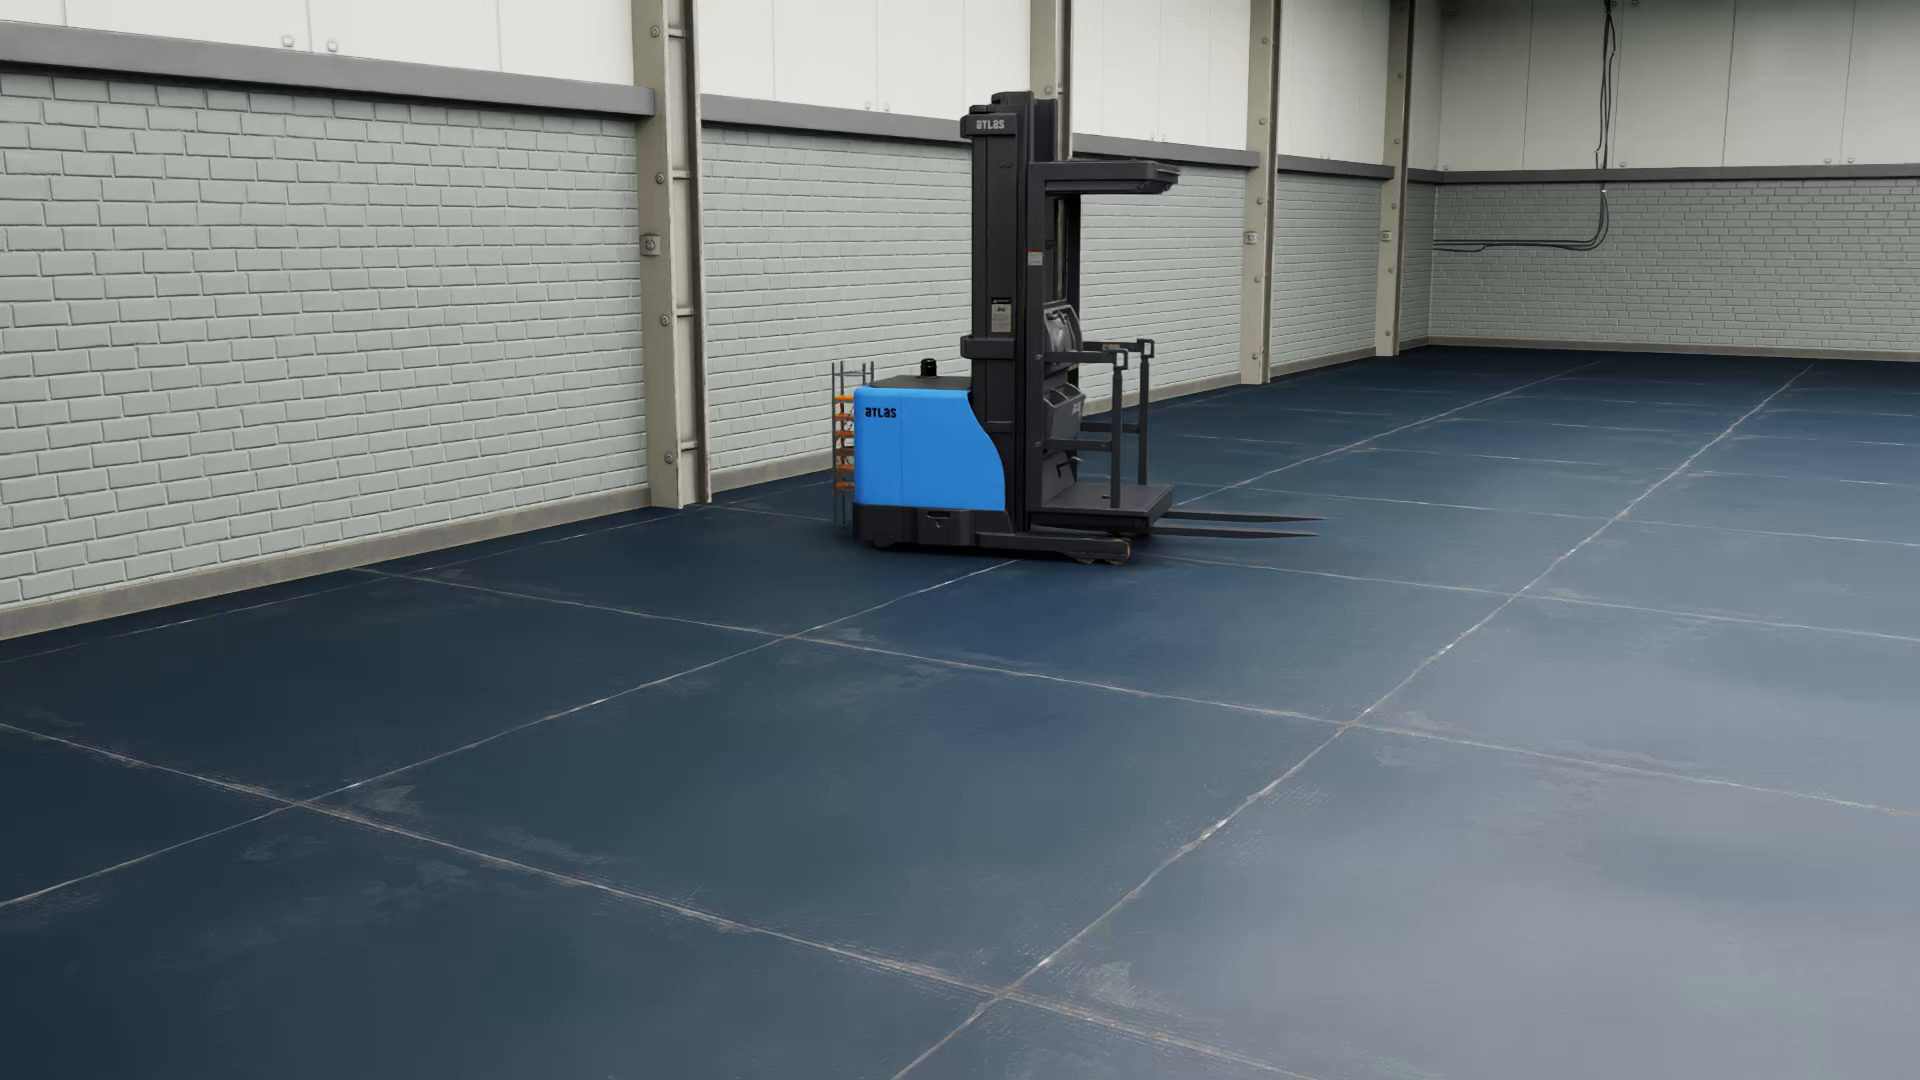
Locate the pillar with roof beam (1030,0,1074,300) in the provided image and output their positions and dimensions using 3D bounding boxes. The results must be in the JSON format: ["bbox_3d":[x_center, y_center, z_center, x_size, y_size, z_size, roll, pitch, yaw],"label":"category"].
[{"bbox_3d":[4.627,-5.238,14.895,9.100,9.000,0.400,6,12,31],"label":"pillar with roof beam"}]

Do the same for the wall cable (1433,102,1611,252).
[{"bbox_3d":[9.838,-6.348,29.258,3.097,2.526,0.112,6,12,31],"label":"wall cable"}]

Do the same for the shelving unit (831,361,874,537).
[{"bbox_3d":[-0.731,-0.624,11.439,0.258,1.200,0.189,3,11,14],"label":"shelving unit"}]

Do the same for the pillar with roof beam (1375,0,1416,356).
[{"bbox_3d":[10.857,-7.126,24.975,9.100,9.000,0.400,6,12,31],"label":"pillar with roof beam"}]

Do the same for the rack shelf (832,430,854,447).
[{"bbox_3d":[-0.731,-0.698,11.425,0.258,0.103,0.180,3,11,14],"label":"rack shelf"}]

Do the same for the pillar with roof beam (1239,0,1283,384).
[{"bbox_3d":[7.742,-6.182,19.935,9.100,9.000,0.400,6,12,31],"label":"pillar with roof beam"}]

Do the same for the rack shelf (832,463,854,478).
[{"bbox_3d":[-0.731,-0.462,11.469,0.258,0.103,0.180,3,11,14],"label":"rack shelf"}]

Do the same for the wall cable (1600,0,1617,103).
[{"bbox_3d":[12.150,-8.571,27.413,3.097,2.526,0.112,6,12,31],"label":"wall cable"}]

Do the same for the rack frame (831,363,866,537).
[{"bbox_3d":[-0.754,-0.607,11.352,0.240,1.200,0.006,3,11,14],"label":"rack frame"}]

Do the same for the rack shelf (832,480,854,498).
[{"bbox_3d":[-0.731,-0.344,11.491,0.258,0.103,0.180,3,11,14],"label":"rack shelf"}]

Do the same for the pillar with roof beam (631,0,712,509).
[{"bbox_3d":[1.512,-4.295,9.854,9.100,9.000,0.400,6,12,31],"label":"pillar with roof beam"}]

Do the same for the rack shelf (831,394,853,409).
[{"bbox_3d":[-0.731,-0.934,11.381,0.258,0.103,0.180,3,11,14],"label":"rack shelf"}]

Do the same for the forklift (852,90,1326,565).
[{"bbox_3d":[0.862,-1.389,10.825,3.031,2.935,1.130,3,11,16],"label":"forklift"}]

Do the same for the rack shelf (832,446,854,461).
[{"bbox_3d":[-0.731,-0.580,11.447,0.258,0.103,0.180,3,11,14],"label":"rack shelf"}]

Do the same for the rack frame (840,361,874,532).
[{"bbox_3d":[-0.708,-0.640,11.526,0.240,1.200,0.006,3,11,14],"label":"rack frame"}]

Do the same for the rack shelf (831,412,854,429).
[{"bbox_3d":[-0.731,-0.816,11.403,0.258,0.103,0.180,3,11,14],"label":"rack shelf"}]
